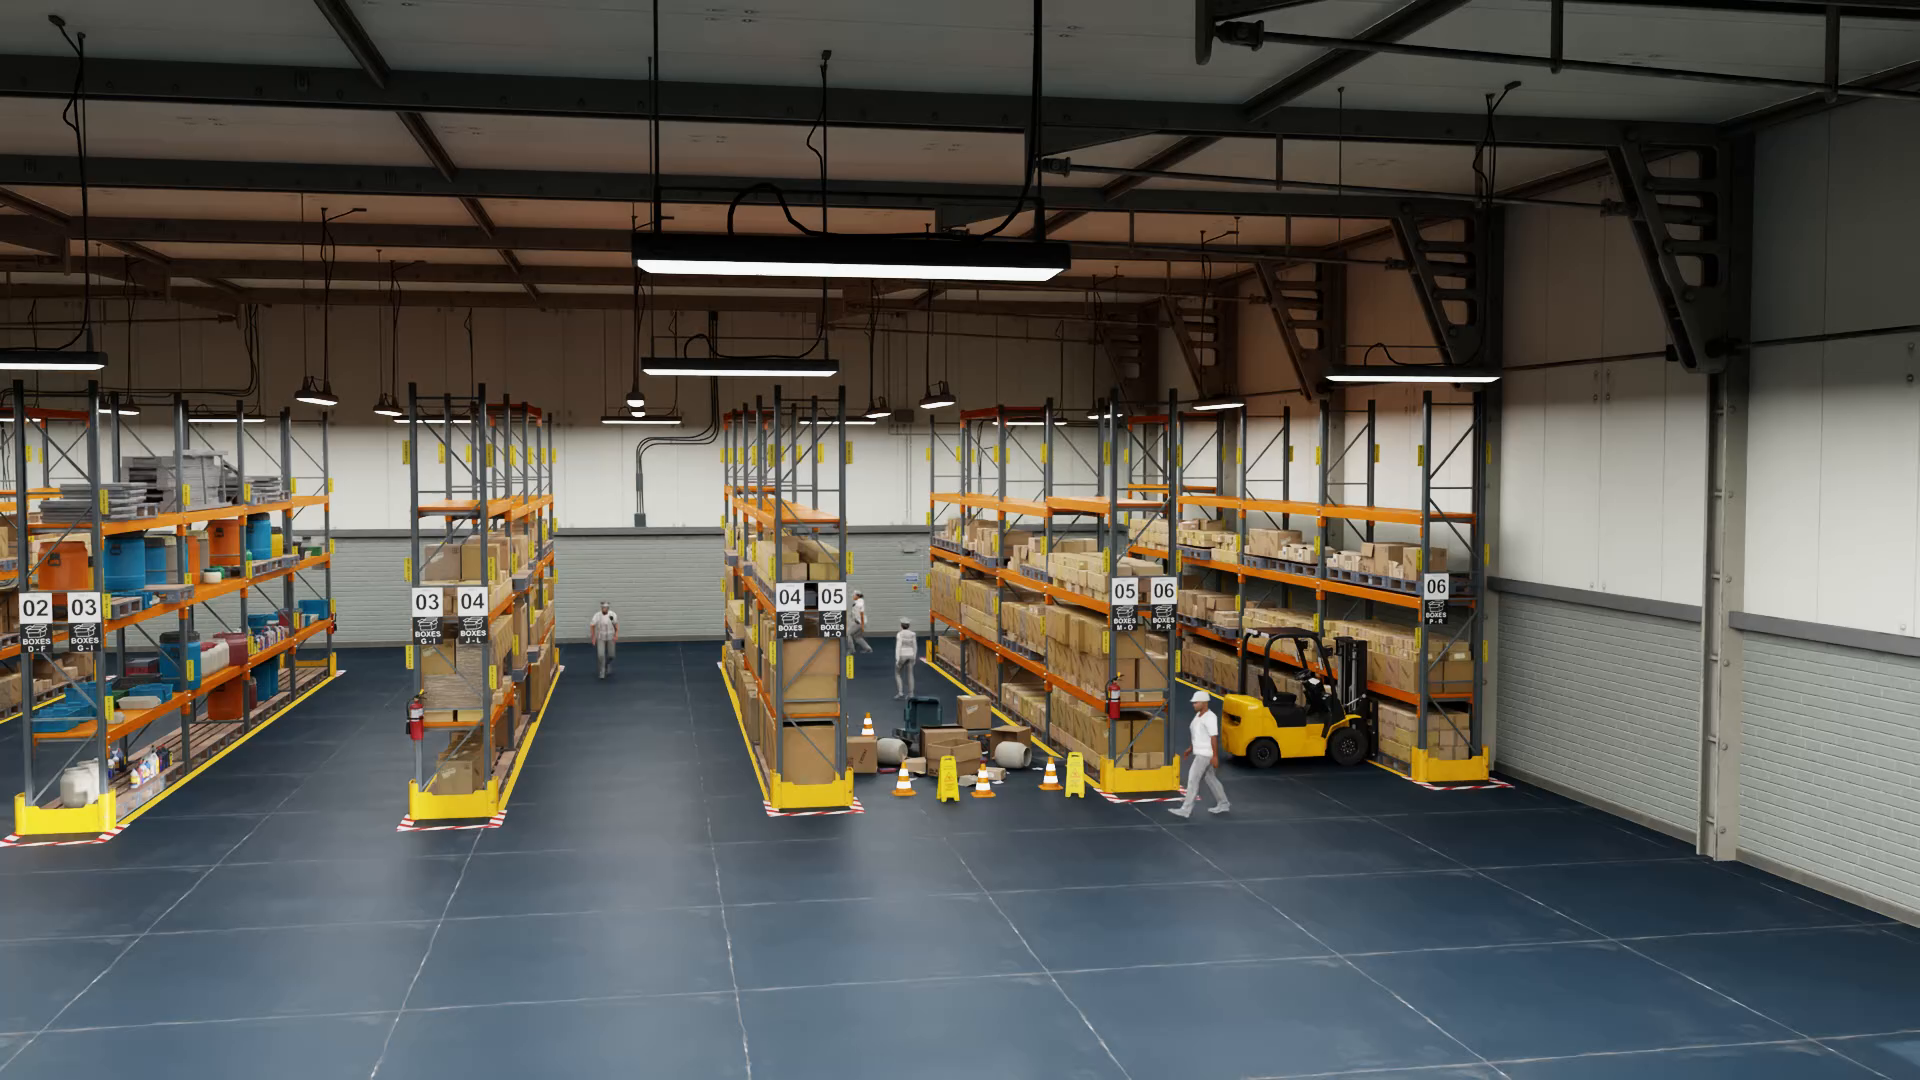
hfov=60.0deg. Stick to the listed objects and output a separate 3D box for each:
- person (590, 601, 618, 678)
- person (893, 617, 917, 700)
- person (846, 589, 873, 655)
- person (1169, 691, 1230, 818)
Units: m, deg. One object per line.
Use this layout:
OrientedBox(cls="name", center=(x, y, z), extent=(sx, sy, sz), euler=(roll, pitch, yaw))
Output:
OrientedBox(cls="person", center=(-8.074, 2.234, 37.731), extent=(0.626, 1.739, 0.660), euler=(-1, 3, -21))
OrientedBox(cls="person", center=(-1.091, 2.451, 34.082), extent=(0.521, 1.713, 0.527), euler=(-2, 3, -28))
OrientedBox(cls="person", center=(-2.438, 1.958, 39.653), extent=(0.704, 1.567, 0.526), euler=(0, 3, 3))
OrientedBox(cls="person", center=(3.325, 2.963, 23.100), extent=(0.909, 1.742, 0.568), euler=(0, 3, -2))
